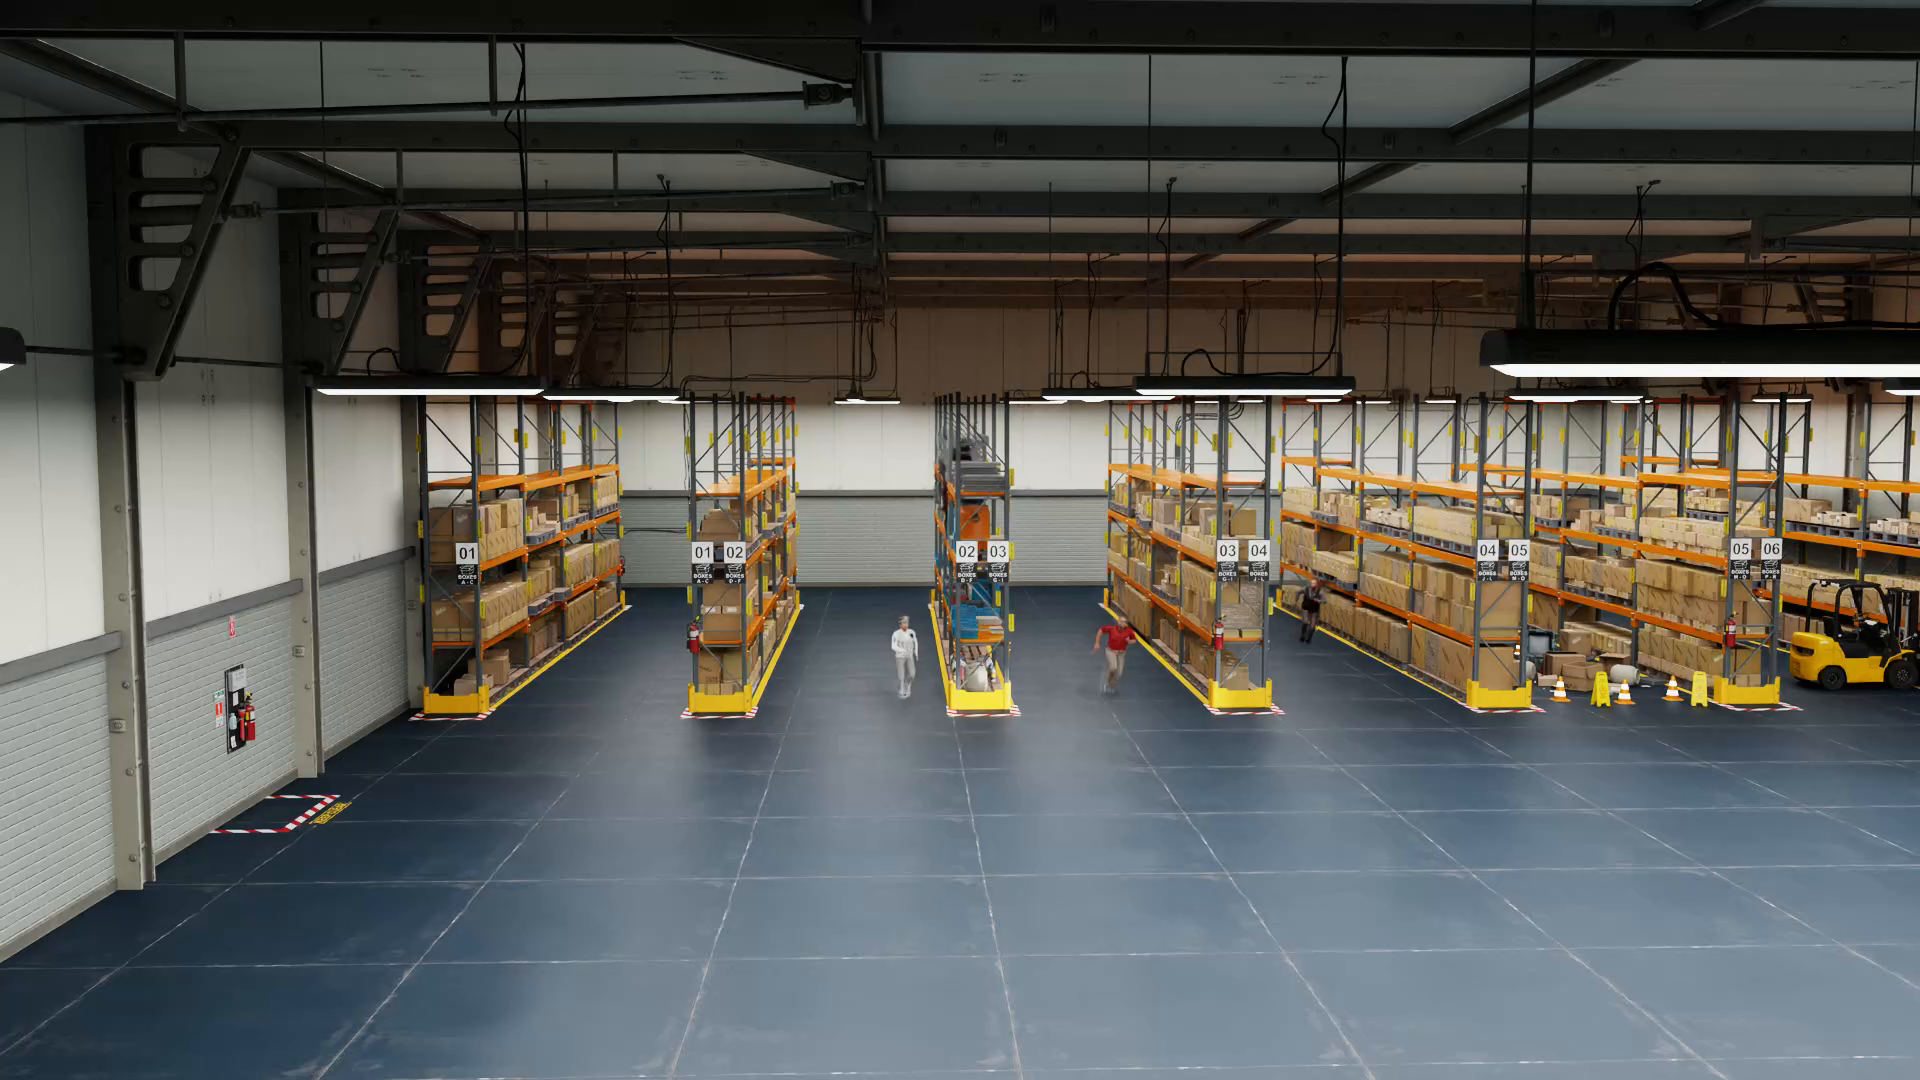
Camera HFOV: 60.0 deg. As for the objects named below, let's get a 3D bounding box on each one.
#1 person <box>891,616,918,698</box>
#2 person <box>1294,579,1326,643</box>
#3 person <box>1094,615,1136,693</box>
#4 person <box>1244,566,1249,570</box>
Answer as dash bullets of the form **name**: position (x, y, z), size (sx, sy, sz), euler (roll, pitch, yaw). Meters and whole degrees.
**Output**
- **person**: position (-1.058, 2.290, 32.418), size (0.584, 1.648, 0.691), euler (-1, 5, -18)
- **person**: position (8.463, 1.732, 40.158), size (0.712, 1.619, 0.804), euler (0, 5, 4)
- **person**: position (3.119, 2.286, 33.185), size (0.727, 1.610, 0.818), euler (-1, 5, -17)
- **person**: position (8.145, 1.197, 46.361), size (0.617, 1.660, 0.556), euler (0, 5, -1)
